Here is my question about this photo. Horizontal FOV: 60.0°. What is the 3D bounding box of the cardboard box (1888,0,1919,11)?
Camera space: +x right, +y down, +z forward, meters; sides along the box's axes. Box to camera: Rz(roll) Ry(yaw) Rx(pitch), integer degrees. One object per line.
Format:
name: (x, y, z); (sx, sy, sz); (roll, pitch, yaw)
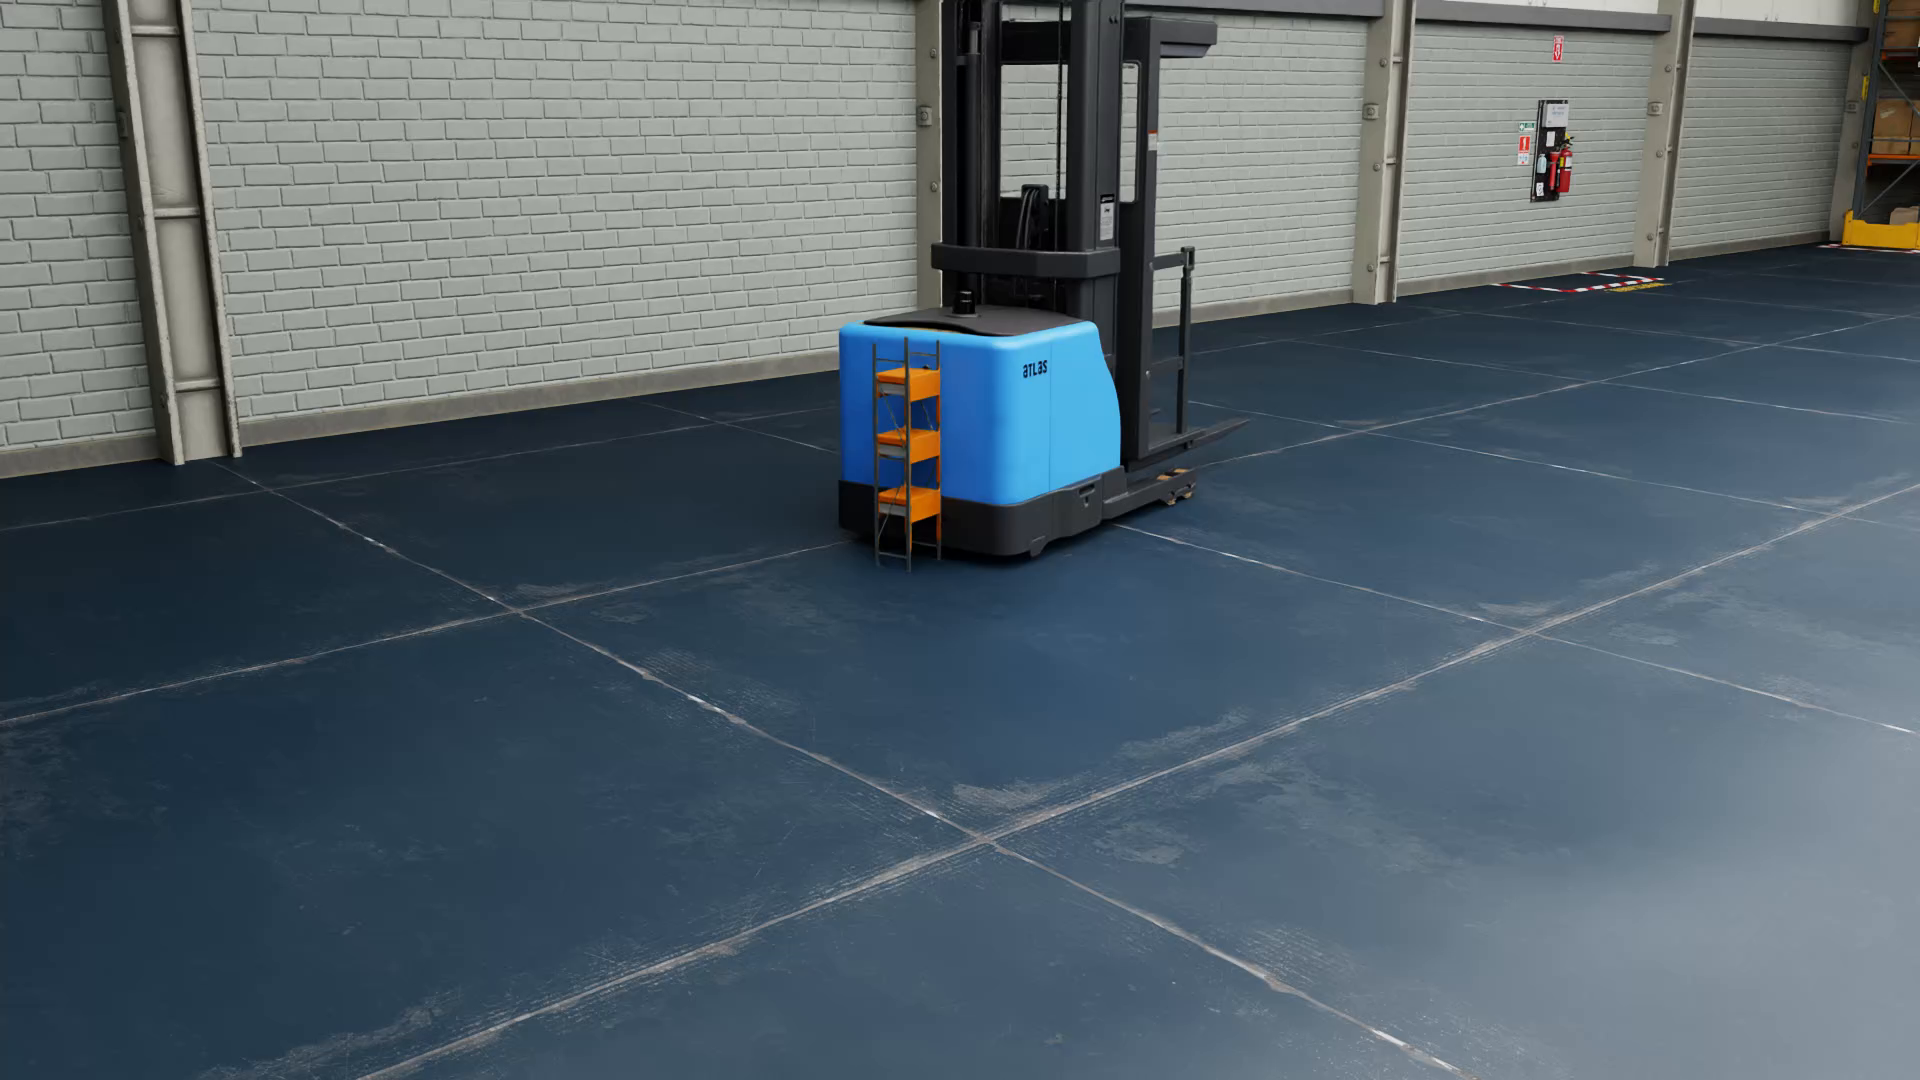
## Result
cardboard box: (13.662, -7.851, 23.848); (0.500, 0.500, 0.500); (-12, 19, -37)

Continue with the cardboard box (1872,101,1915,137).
cardboard box: (13.724, -6.158, 24.289); (0.500, 0.500, 0.500); (-13, 20, -40)

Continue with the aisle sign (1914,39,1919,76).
aisle sign: (13.651, -6.922, 23.316); (0.004, 0.787, 0.394); (-13, 19, -39)

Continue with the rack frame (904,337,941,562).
rack frame: (-0.175, -0.420, 7.787); (0.200, 1.050, 0.008); (10, 18, 33)

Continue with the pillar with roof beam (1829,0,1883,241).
pillar with roof beam: (16.295, -8.084, 21.078); (0.400, 9.000, 9.100); (-13, 19, -39)

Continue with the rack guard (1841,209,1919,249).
rack guard: (13.566, -4.542, 24.286); (0.348, 0.500, 1.175); (-13, 19, -39)

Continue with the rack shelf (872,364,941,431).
rack shelf: (-0.243, -0.658, 7.619); (0.215, 0.259, 0.240); (10, 18, 33)

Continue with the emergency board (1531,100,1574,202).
emergency board: (7.053, -4.596, 19.645); (0.643, 1.169, 0.194); (-13, 19, -39)

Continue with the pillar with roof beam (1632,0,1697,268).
pillar with roof beam: (11.768, -7.068, 17.273); (0.400, 9.000, 9.100); (-13, 19, -39)

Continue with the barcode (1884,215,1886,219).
barcode: (13.840, -4.836, 24.881); (0.075, 0.075, 0.001); (-13, 19, -39)

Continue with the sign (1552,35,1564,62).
sign: (6.982, -5.734, 19.414); (0.199, 0.298, 0.001); (-13, 19, -39)

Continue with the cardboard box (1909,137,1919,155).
cardboard box: (14.085, -5.695, 24.010); (0.500, 0.250, 0.500); (-13, 20, -41)

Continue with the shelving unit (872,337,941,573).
shelving unit: (-0.243, -0.394, 7.689); (0.215, 1.050, 0.252); (10, 18, 33)

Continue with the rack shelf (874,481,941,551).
rack shelf: (-0.243, -0.115, 7.764); (0.215, 0.259, 0.240); (10, 18, 33)

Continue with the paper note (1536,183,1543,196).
paper note: (6.874, -4.154, 19.697); (0.142, 0.148, 0.016); (-13, 19, -39)

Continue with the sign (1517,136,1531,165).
sign: (6.568, -4.540, 19.365); (0.234, 0.329, 0.001); (-13, 19, -39)

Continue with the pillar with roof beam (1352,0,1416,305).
pillar with roof beam: (7.242, -6.052, 13.468); (0.400, 9.000, 9.100); (-13, 19, -39)

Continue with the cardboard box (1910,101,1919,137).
cardboard box: (14.066, -6.059, 23.919); (0.500, 0.500, 0.500); (-13, 19, -39)

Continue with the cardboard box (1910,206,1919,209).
cardboard box: (14.519, -4.847, 24.941); (0.500, 0.311, 0.500); (-11, 18, -35)

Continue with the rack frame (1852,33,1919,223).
rack frame: (13.508, -5.737, 23.916); (0.127, 3.000, 1.000); (-13, 19, -39)

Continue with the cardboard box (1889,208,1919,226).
cardboard box: (14.089, -4.750, 24.579); (0.500, 0.311, 0.500); (13, 20, 41)

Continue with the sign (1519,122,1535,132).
sign: (6.578, -4.795, 19.293); (0.331, 0.109, 0.001); (-13, 19, -39)

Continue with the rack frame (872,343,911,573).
rack frame: (-0.312, -0.368, 7.592); (0.200, 1.050, 0.008); (10, 18, 33)

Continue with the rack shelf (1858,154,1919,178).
rack shelf: (15.017, -5.728, 25.277); (4.000, 0.370, 1.077); (-13, 19, -39)

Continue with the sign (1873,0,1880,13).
sign: (13.159, -7.725, 23.831); (0.005, 0.325, 0.100); (-13, 19, -39)

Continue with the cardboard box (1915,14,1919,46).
cardboard box: (13.925, -7.252, 23.543); (0.500, 0.500, 0.500); (-12, 19, -38)

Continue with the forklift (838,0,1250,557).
forklift: (0.643, -1.661, 8.789); (1.130, 2.935, 3.031); (10, 18, 33)

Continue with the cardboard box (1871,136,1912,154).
cardboard box: (13.734, -5.791, 24.370); (0.500, 0.250, 0.500); (-12, 19, -39)

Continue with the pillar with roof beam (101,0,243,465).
pillar with roof beam: (-1.811, -4.019, 5.857); (0.400, 9.000, 9.100); (-13, 19, -39)

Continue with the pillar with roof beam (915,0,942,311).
pillar with roof beam: (2.716, -5.035, 9.663); (0.400, 9.000, 9.100); (-13, 19, -39)

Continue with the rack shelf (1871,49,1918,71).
rack shelf: (15.017, -7.178, 24.890); (4.000, 0.370, 1.077); (-13, 19, -39)

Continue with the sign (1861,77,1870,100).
sign: (13.159, -6.561, 24.143); (0.005, 0.325, 0.100); (-13, 19, -39)

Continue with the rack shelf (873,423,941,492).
rack shelf: (-0.243, -0.383, 7.692); (0.215, 0.259, 0.240); (10, 18, 33)

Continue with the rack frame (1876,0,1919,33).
rack frame: (13.508, -8.635, 23.141); (0.127, 3.000, 1.000); (-13, 19, -39)

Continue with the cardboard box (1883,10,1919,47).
cardboard box: (13.657, -7.364, 23.962); (0.500, 0.500, 0.500); (-11, 18, -35)
